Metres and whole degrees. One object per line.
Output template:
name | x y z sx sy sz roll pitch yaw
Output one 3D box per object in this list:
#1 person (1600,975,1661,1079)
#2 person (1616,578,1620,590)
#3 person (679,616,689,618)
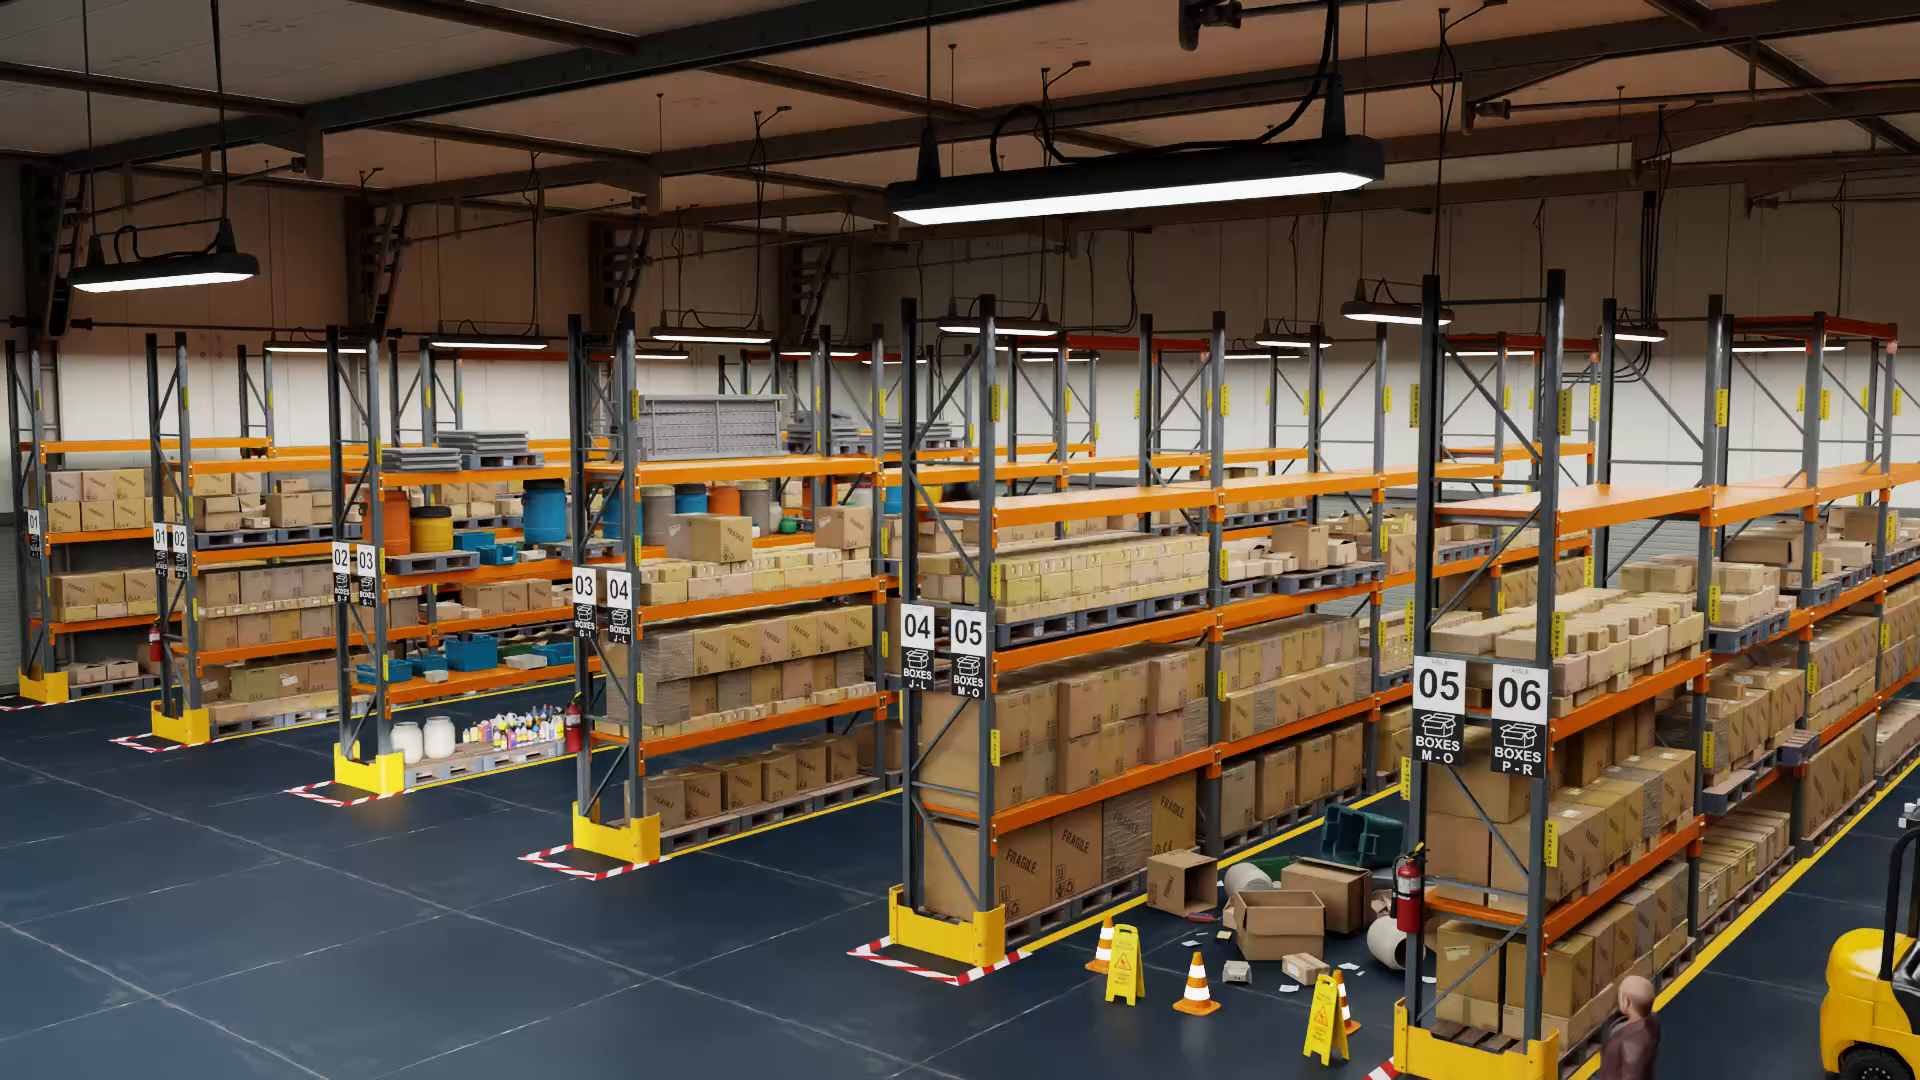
person | 3.904 3.397 9.729 0.547 1.780 0.655 2 5 16
person | 12.140 1.547 30.441 0.896 1.732 0.583 1 5 10
person | -4.772 1.854 28.691 0.906 1.465 0.383 -5 7 -42
